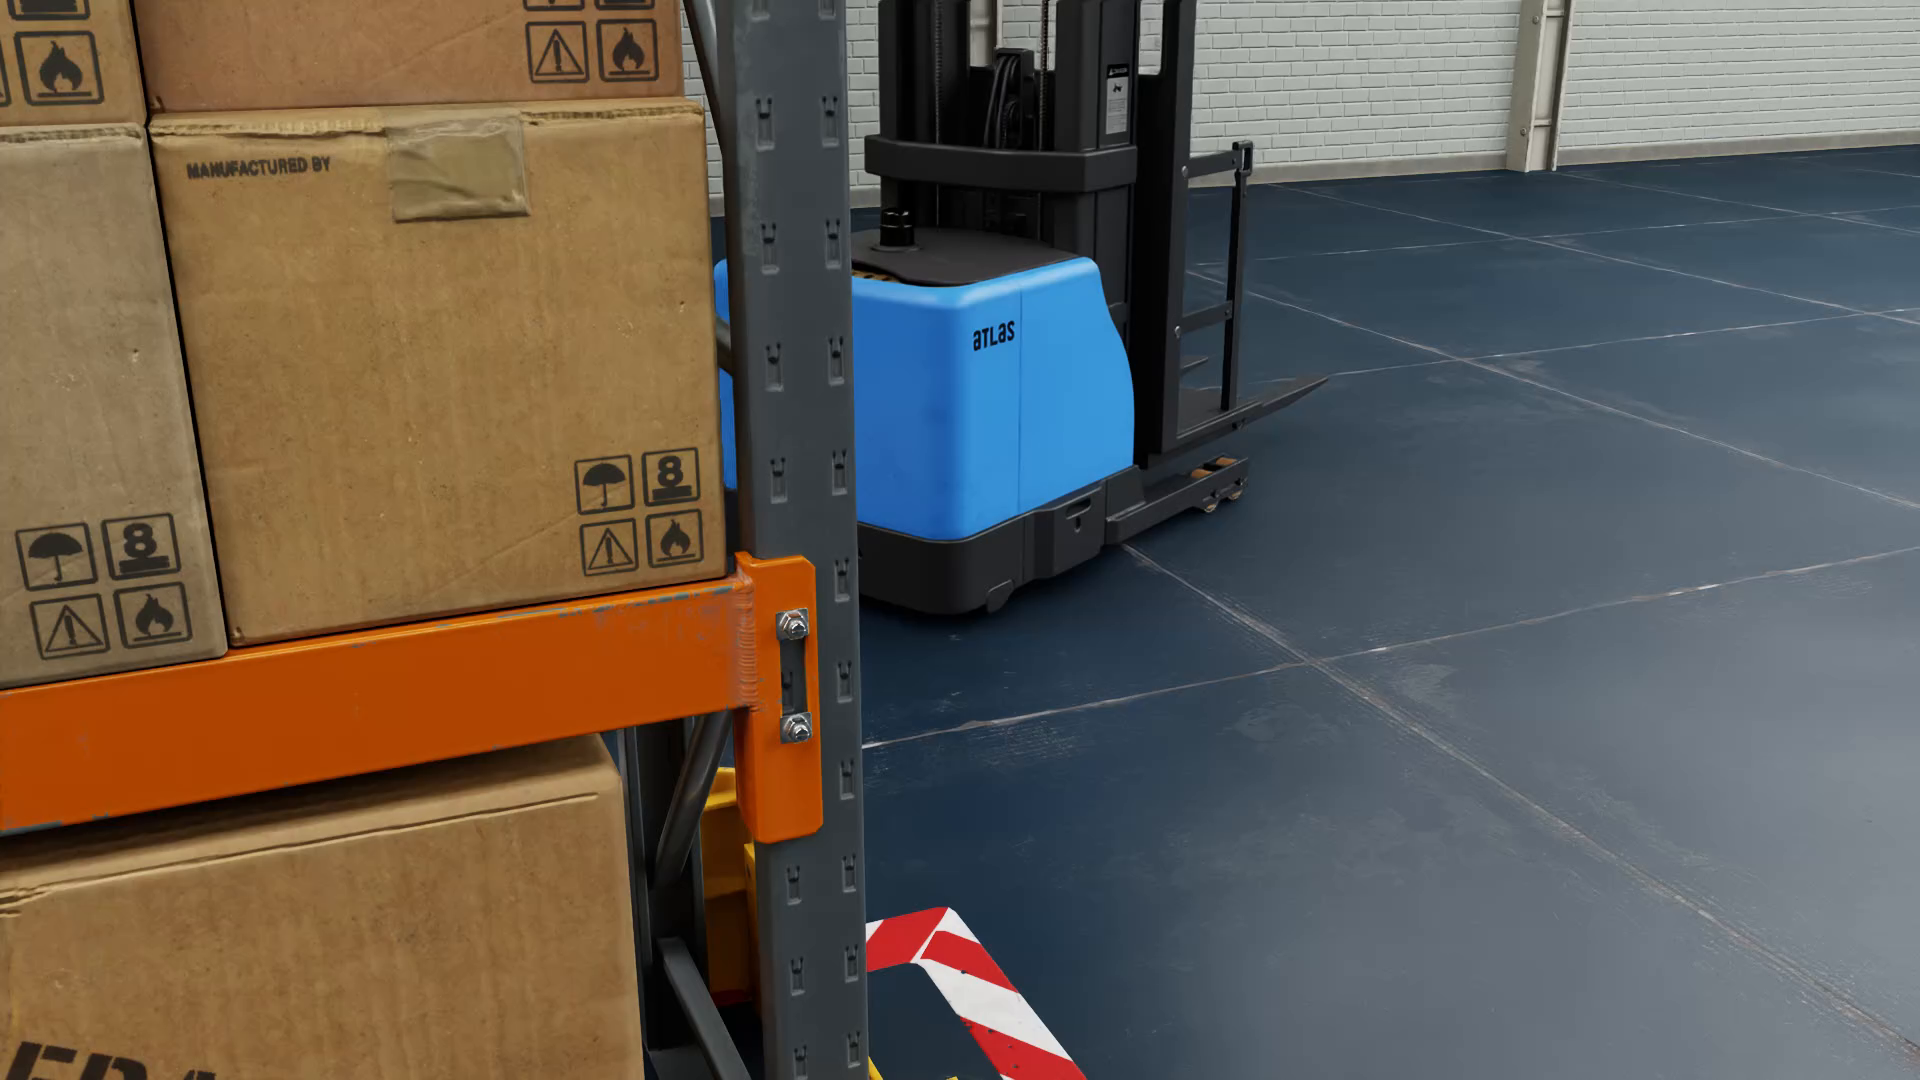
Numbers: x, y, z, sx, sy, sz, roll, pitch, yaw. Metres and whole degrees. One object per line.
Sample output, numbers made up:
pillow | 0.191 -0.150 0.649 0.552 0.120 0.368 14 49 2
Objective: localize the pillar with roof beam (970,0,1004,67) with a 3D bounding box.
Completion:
pillar with roof beam | 1.819 -5.800 8.945 0.400 9.000 9.100 -8 21 -22

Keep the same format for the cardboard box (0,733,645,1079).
cardboard box | -0.972 0.612 2.333 0.875 0.875 0.875 -8 21 -22

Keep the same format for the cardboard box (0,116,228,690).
cardboard box | -1.195 -0.230 1.934 0.550 0.550 0.875 -8 21 -22

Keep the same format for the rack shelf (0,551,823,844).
rack shelf | -2.212 0.301 1.733 4.000 0.370 1.077 -8 21 -22

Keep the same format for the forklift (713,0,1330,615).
forklift | 0.473 -1.573 6.076 1.130 2.935 3.031 14 24 35

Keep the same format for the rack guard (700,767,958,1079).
rack guard | -0.354 0.875 2.785 0.348 0.500 1.175 -8 21 -22

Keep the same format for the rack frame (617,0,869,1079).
rack frame | -0.376 -0.301 2.361 0.127 3.000 1.000 -8 21 -22

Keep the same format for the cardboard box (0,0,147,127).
cardboard box | -1.200 -0.744 1.766 0.550 0.550 0.875 -8 21 -22

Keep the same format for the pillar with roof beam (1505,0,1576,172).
pillar with roof beam | 7.329 -6.589 11.187 0.400 9.000 9.100 -8 21 -22

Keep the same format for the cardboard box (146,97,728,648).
cardboard box | -0.699 -0.309 2.158 0.550 0.550 0.875 -8 21 -22

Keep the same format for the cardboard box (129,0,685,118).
cardboard box | -0.732 -0.844 2.052 0.550 0.550 0.875 -8 21 -22
